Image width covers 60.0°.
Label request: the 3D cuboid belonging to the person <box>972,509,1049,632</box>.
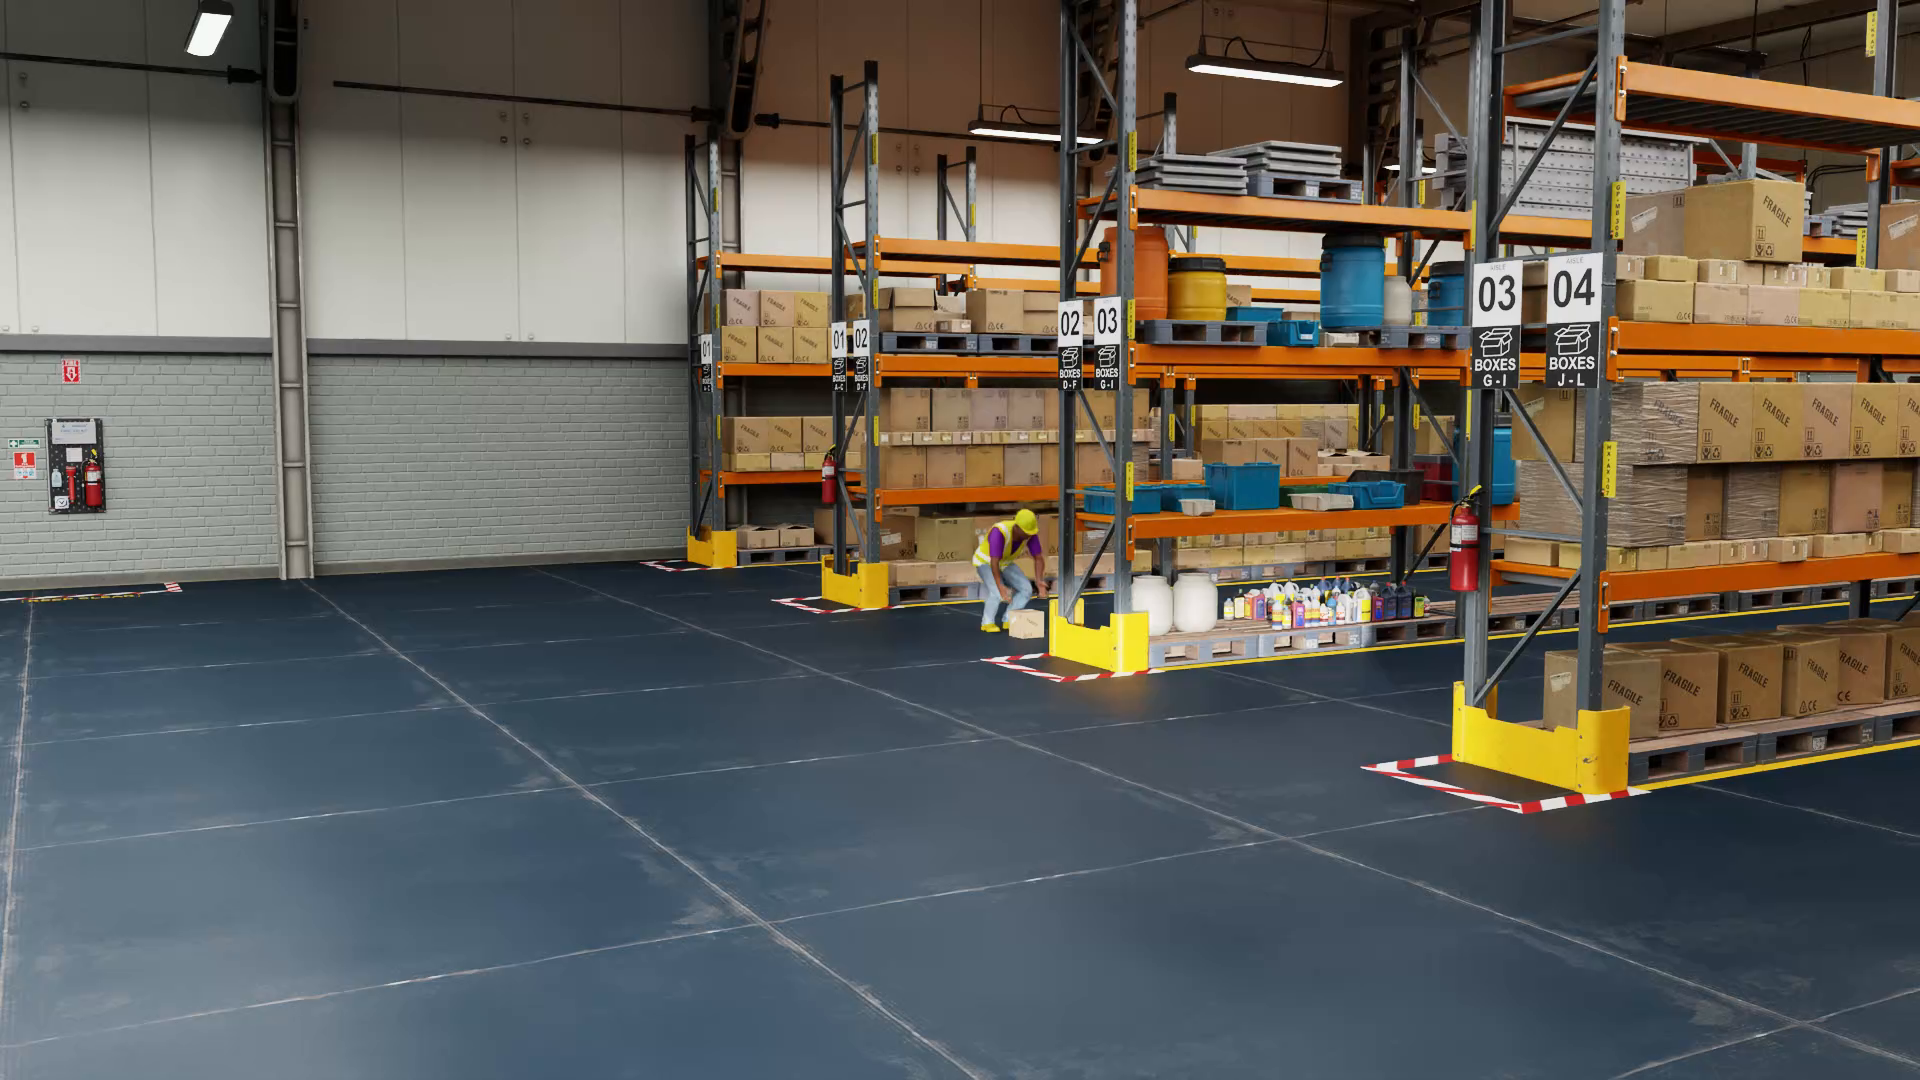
[{"bbox_3d":[0.501,0.296,16.695,0.625,1.253,0.828,-3,6,-29],"label":"person"}]
